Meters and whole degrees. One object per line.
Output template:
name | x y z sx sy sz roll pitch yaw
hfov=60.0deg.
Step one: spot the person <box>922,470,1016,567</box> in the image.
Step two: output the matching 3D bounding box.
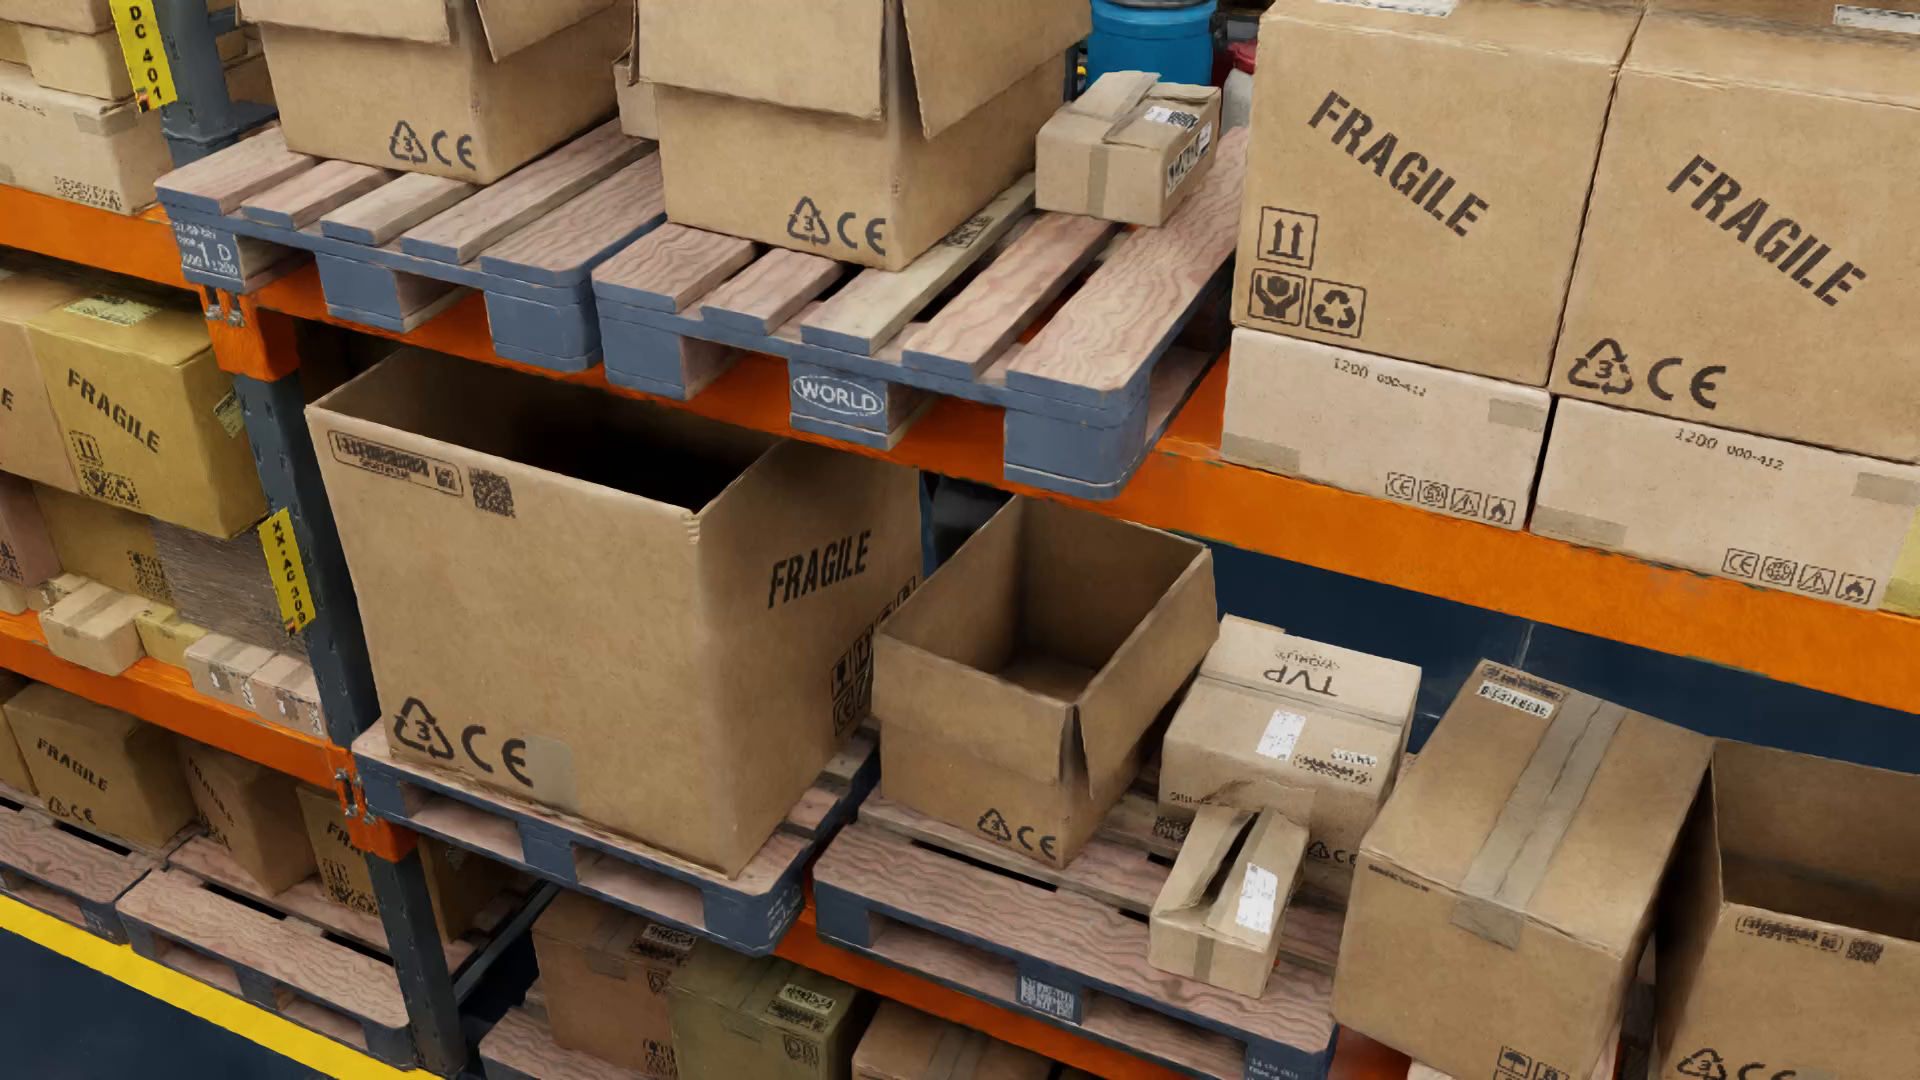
person | 0.060 -0.060 6.219 0.483 1.668 0.361 14 36 20
